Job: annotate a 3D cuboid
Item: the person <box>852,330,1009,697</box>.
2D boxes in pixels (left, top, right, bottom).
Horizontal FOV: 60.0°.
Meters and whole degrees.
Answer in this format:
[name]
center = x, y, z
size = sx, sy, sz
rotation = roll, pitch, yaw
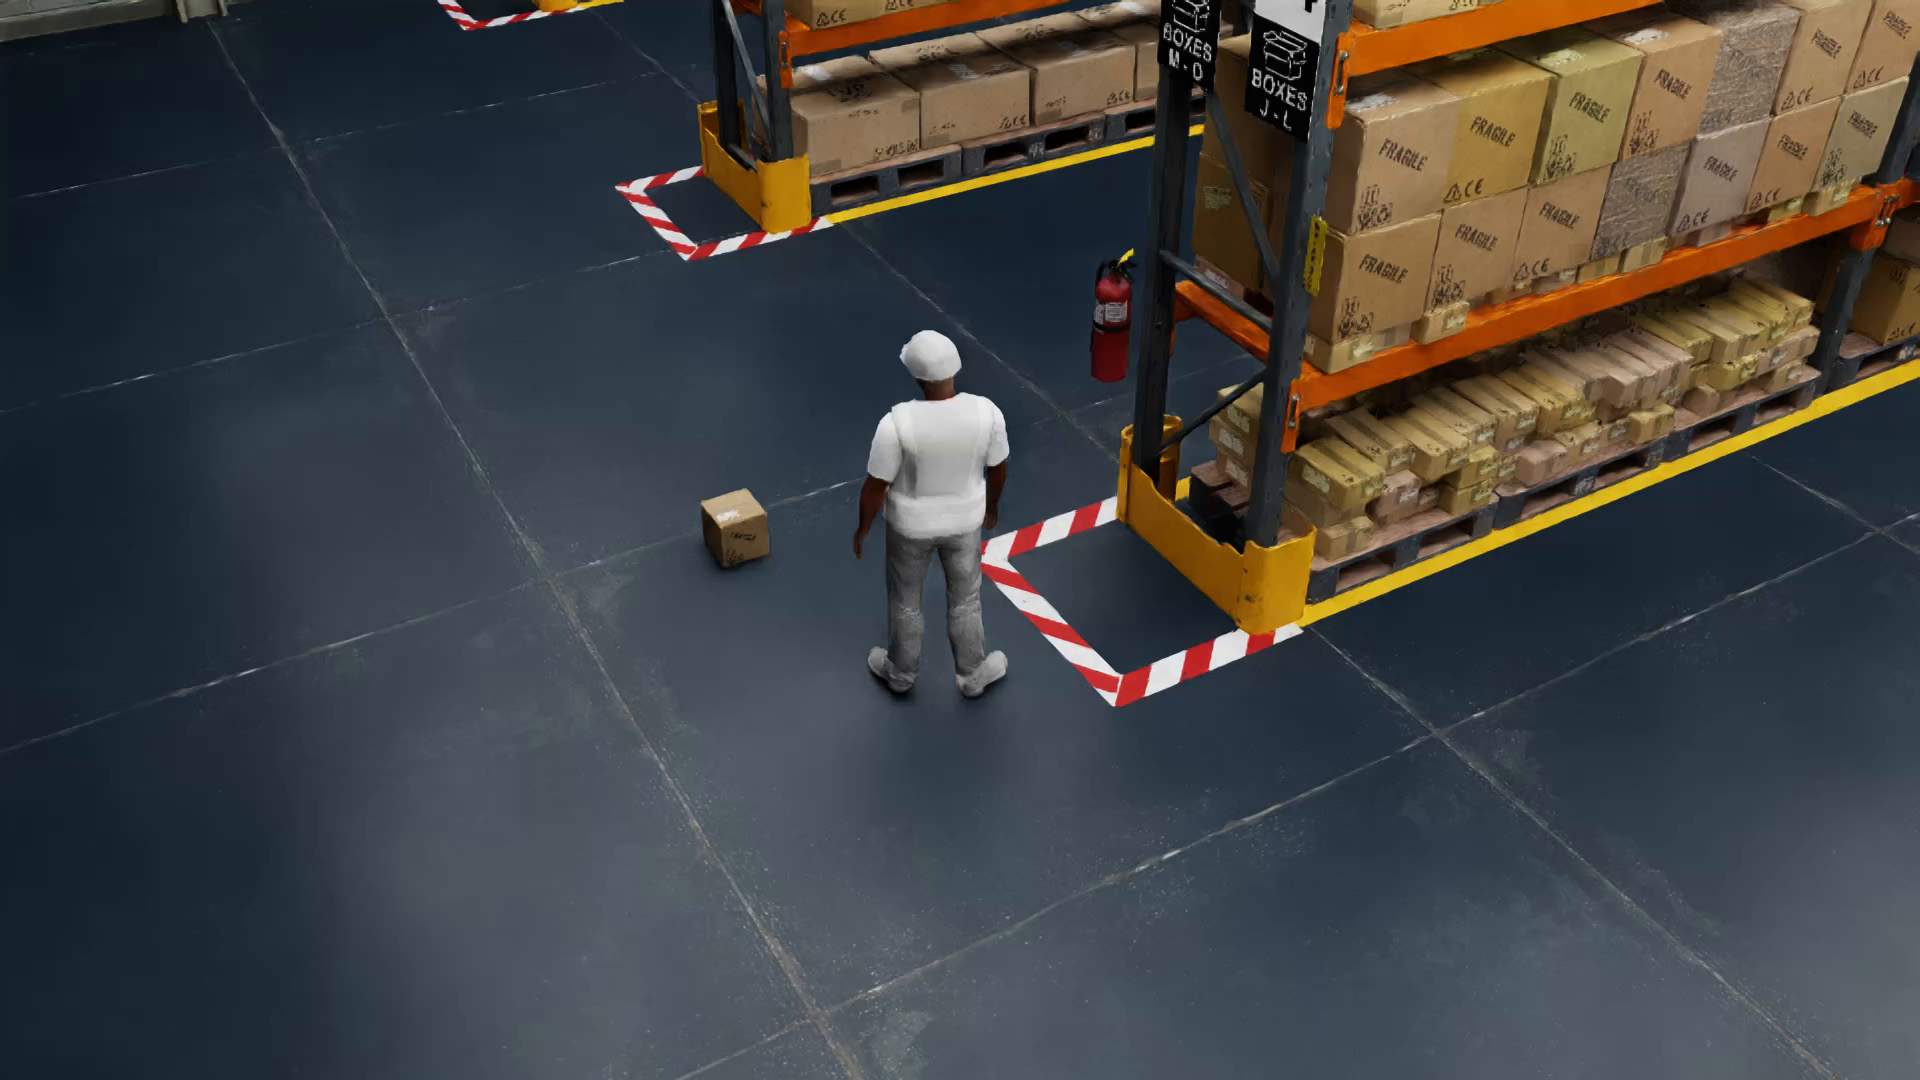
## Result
[person]
center = -0.120, -0.100, 7.001
size = 0.683, 1.769, 0.383
rotation = -7, 37, -9
